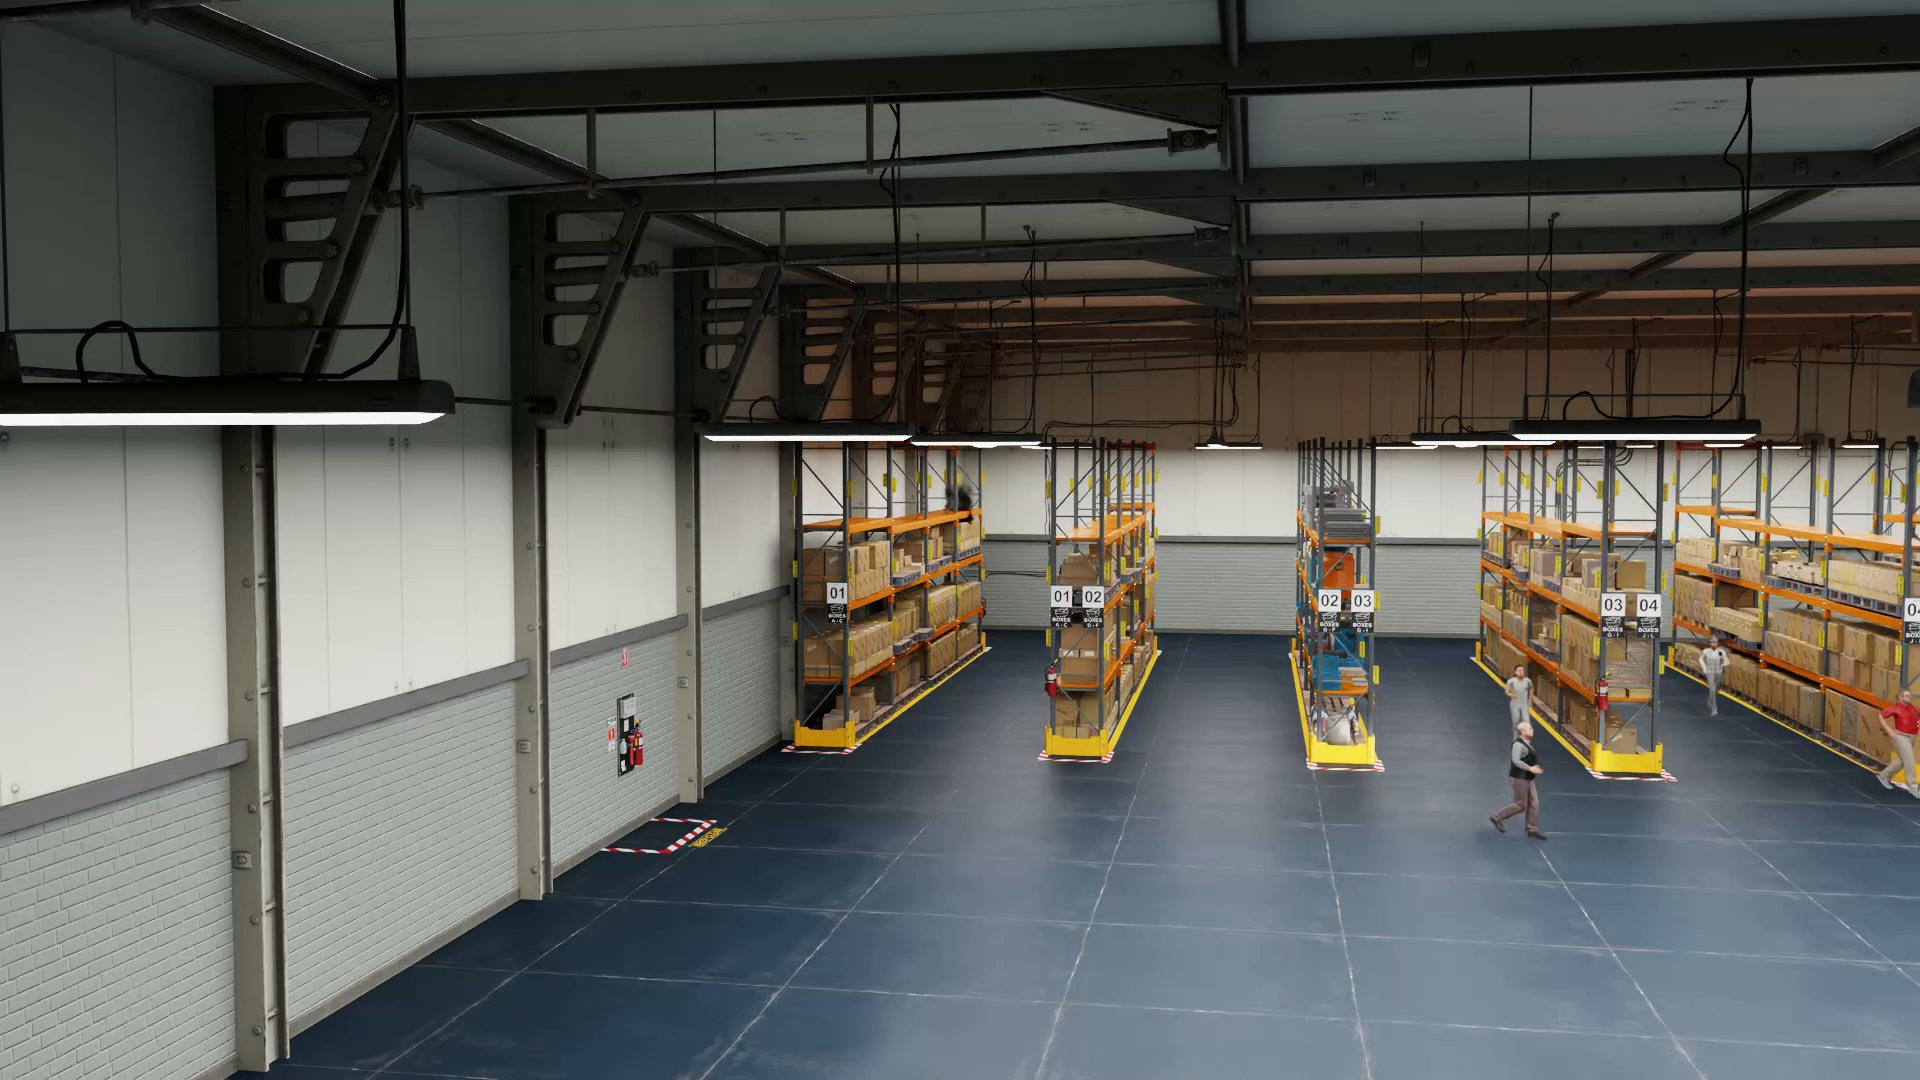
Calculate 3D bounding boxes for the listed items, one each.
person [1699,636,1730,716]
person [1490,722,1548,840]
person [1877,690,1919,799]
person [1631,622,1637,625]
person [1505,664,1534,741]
[{"bbox_3d":[16.560,2.949,36.484,0.603,1.710,0.842,1,3,14],"label":"person"},{"bbox_3d":[8.316,3.562,24.679,0.816,1.729,0.683,2,4,32],"label":"person"},{"bbox_3d":[15.837,3.420,27.836,0.711,1.677,0.906,-2,3,-30],"label":"person"},{"bbox_3d":[17.506,2.573,43.222,0.693,1.723,0.588,1,3,15],"label":"person"},{"bbox_3d":[10.713,3.208,31.828,0.557,1.662,0.672,1,3,13],"label":"person"}]
